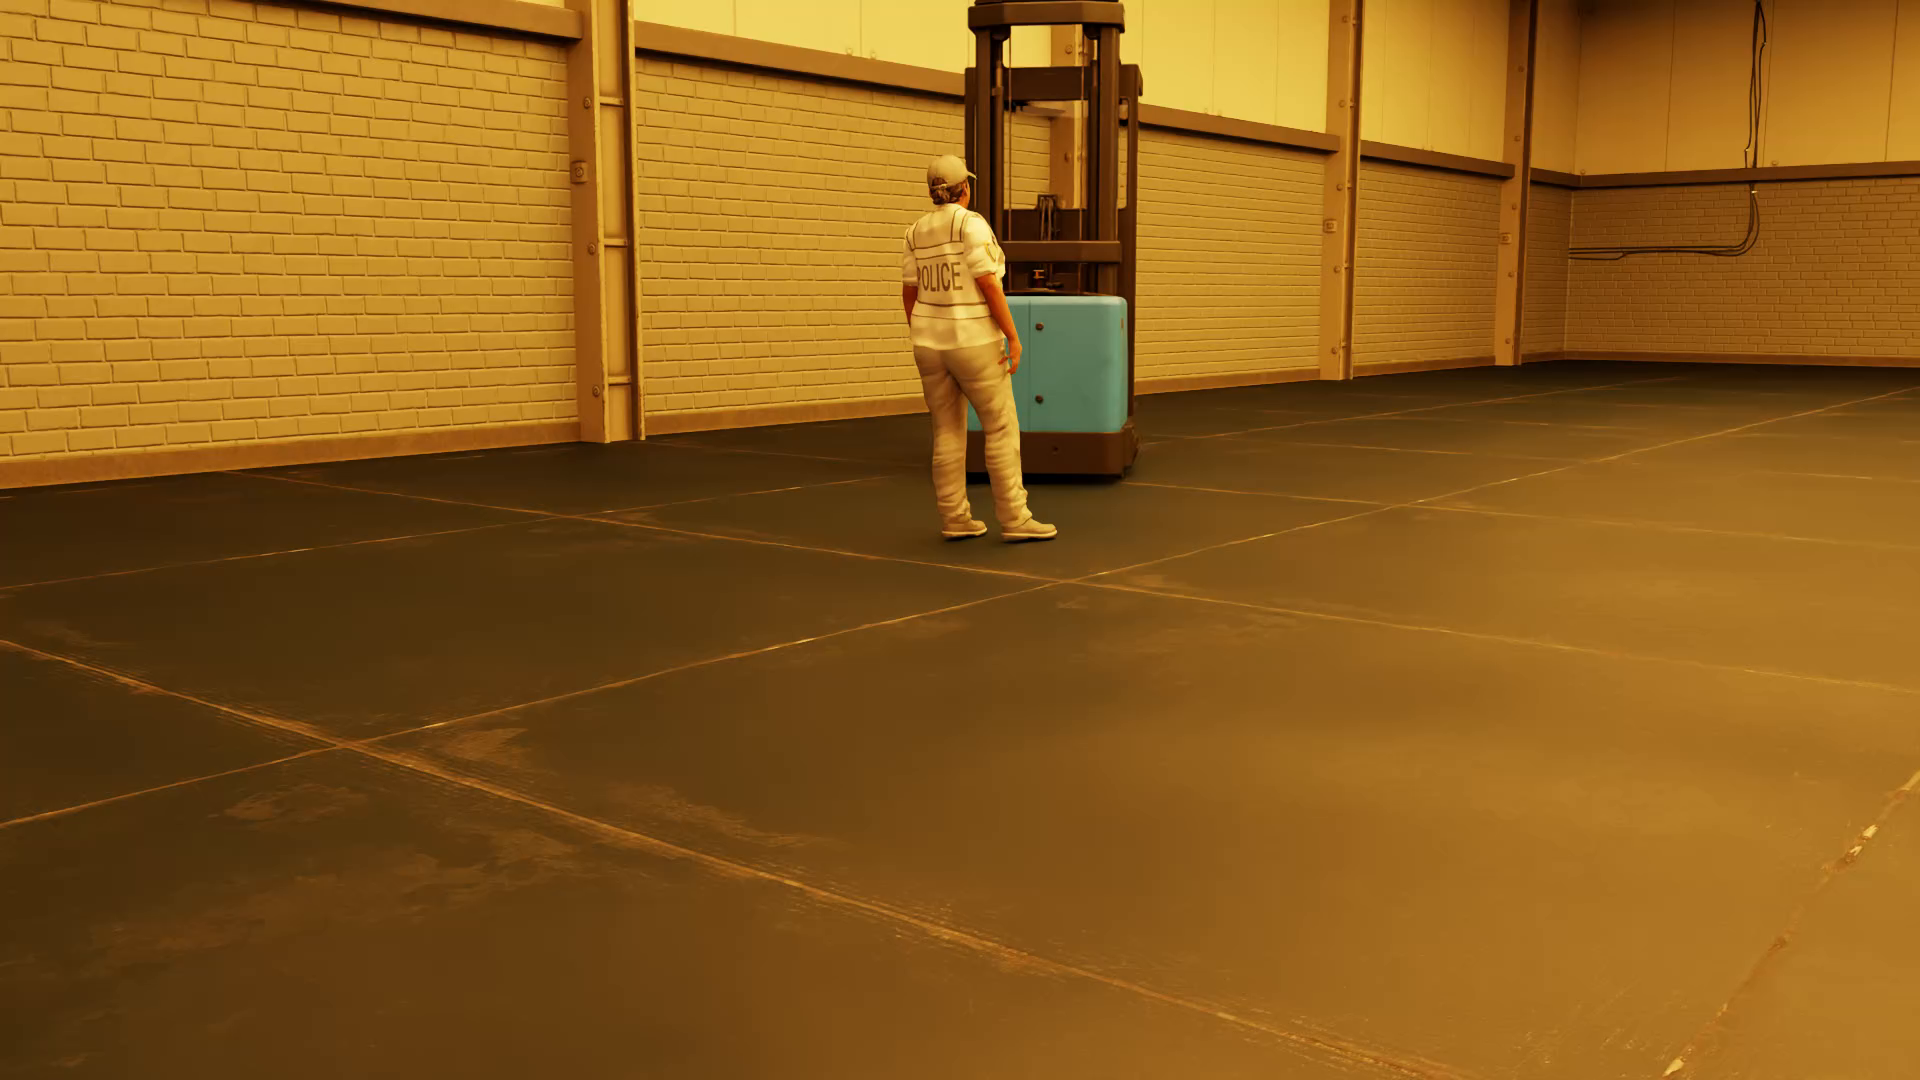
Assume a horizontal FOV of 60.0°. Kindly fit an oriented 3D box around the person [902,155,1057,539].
[{"bbox_3d":[0.065,-0.839,7.328,0.599,1.670,0.529,7,11,38],"label":"person"}]

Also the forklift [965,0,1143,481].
[{"bbox_3d":[0.610,-1.976,10.782,1.130,2.935,3.031,1,8,8],"label":"forklift"}]
